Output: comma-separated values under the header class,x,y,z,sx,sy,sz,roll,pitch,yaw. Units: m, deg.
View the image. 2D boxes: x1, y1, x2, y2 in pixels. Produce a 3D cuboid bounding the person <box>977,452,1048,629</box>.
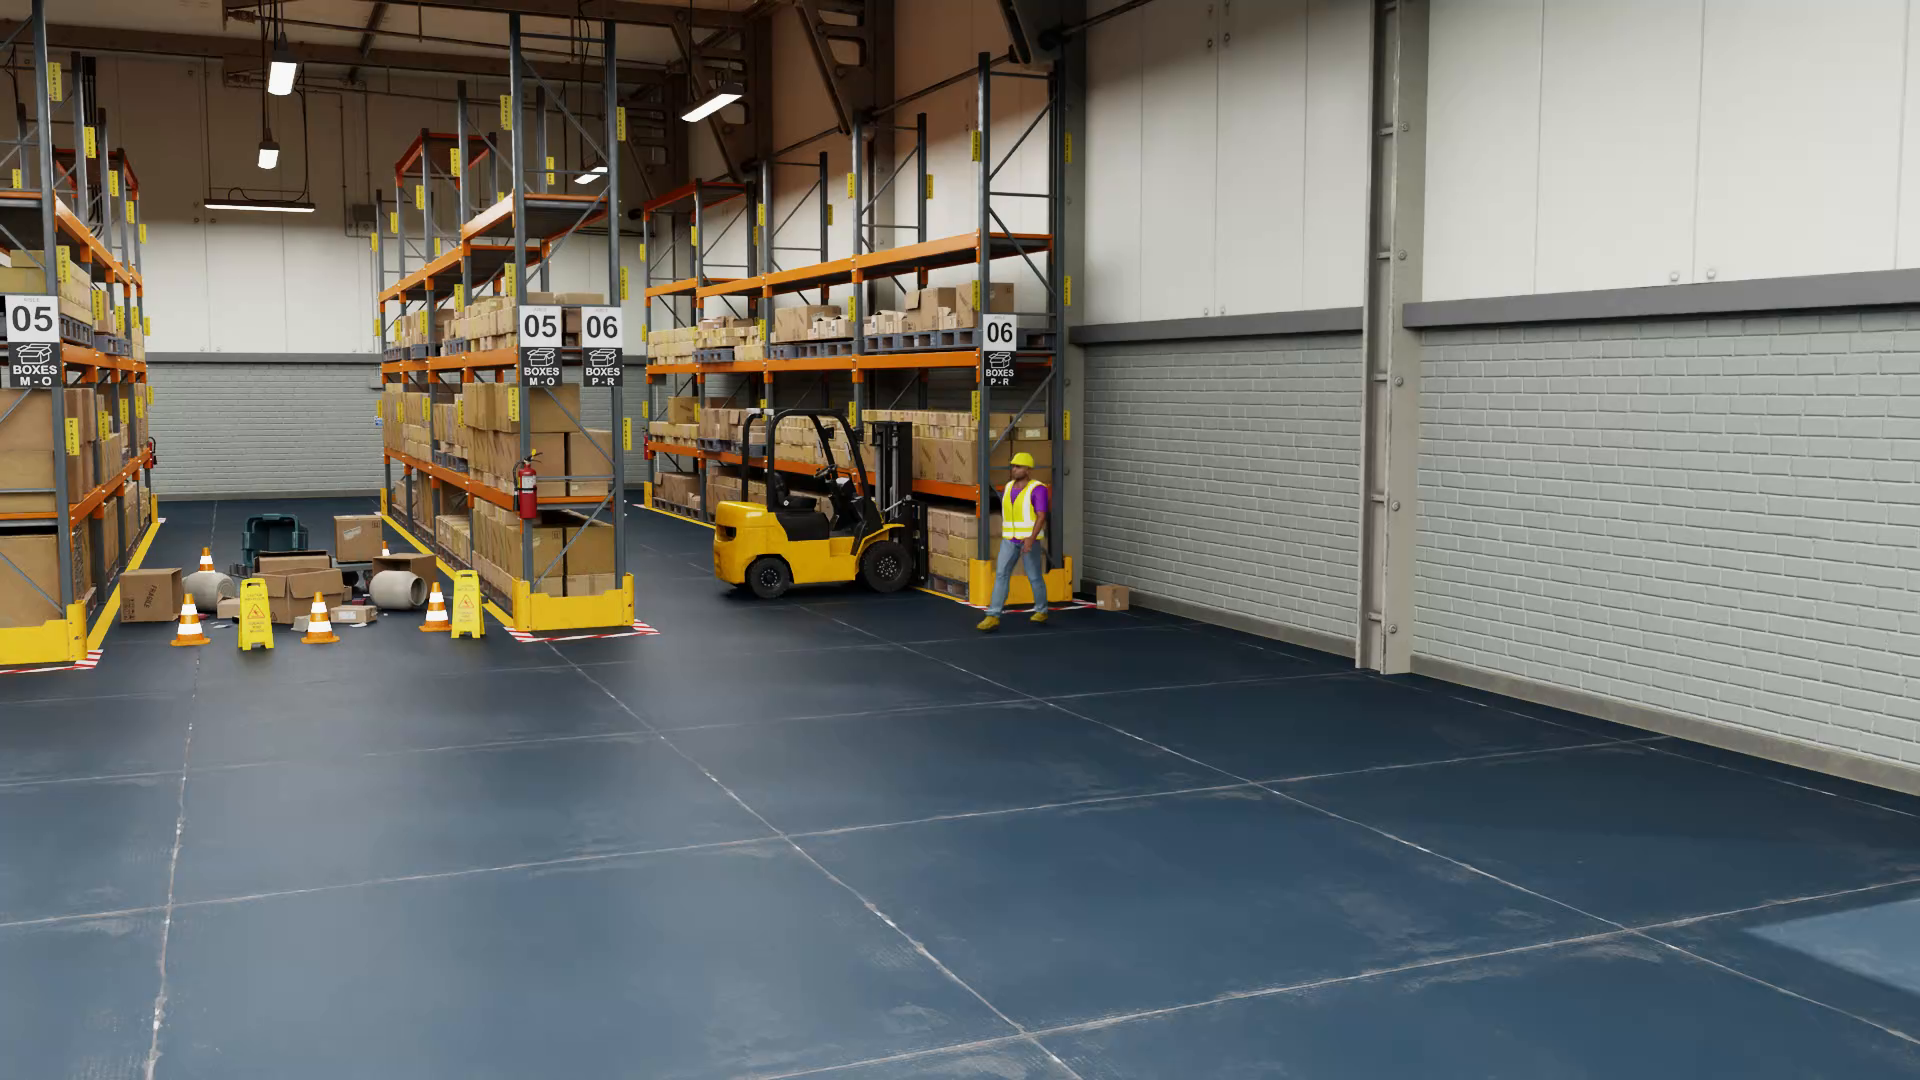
class,x,y,z,sx,sy,sz,roll,pitch,yaw
person,0.569,-0.005,16.511,0.583,1.722,0.979,4,7,35
